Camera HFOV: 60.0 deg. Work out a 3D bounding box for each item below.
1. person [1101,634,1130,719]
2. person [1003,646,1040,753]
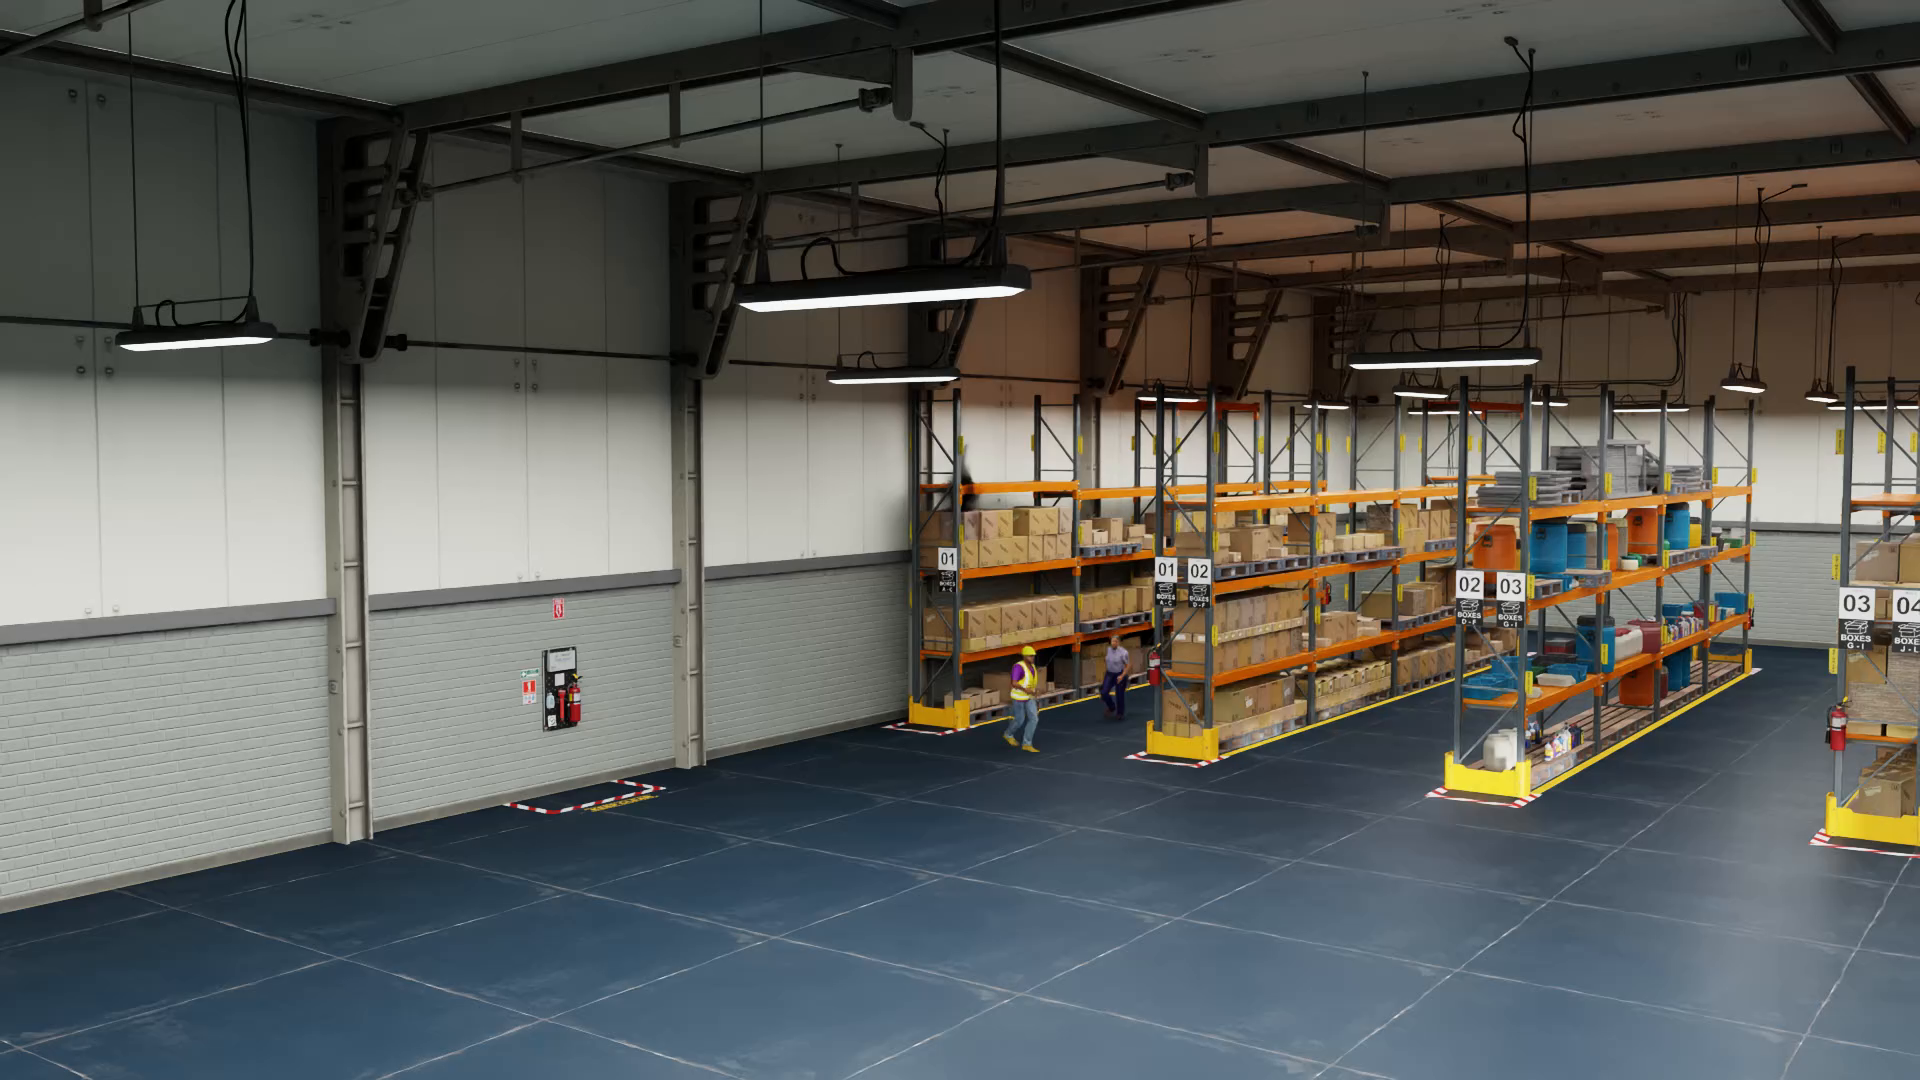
[{"bbox_3d":[2.849,2.487,30.164,0.595,1.590,0.707,2,4,31],"label":"person"},{"bbox_3d":[0.960,2.580,27.126,0.663,1.735,0.845,-3,4,-43],"label":"person"}]
